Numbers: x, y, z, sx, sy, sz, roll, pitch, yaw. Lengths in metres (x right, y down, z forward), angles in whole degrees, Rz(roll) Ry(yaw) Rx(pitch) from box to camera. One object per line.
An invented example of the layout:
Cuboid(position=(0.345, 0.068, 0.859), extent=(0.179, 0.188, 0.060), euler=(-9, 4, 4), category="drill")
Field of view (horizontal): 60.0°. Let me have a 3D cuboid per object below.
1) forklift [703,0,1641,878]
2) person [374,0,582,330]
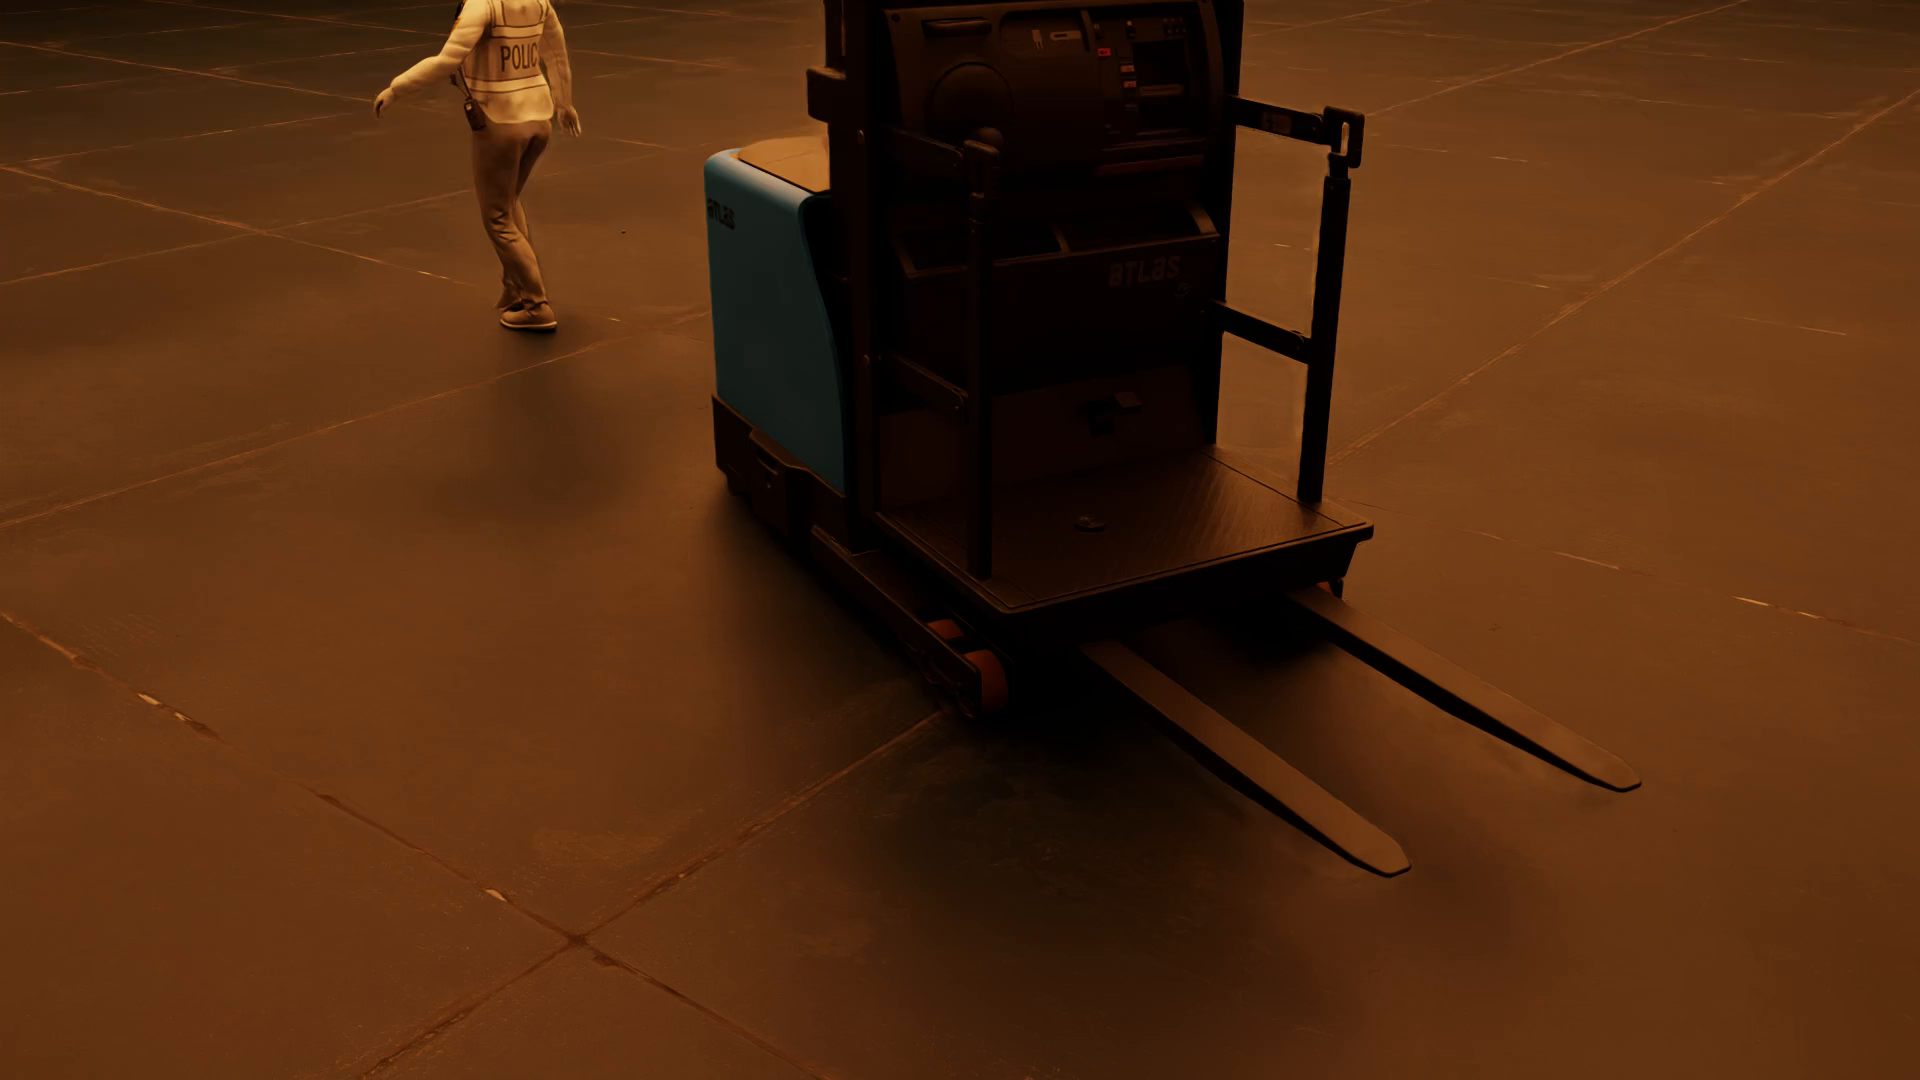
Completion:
Cuboid(position=(0.352, -1.119, 3.910), extent=(1.130, 2.935, 3.031), euler=(-12, 26, -26), category="forklift")
Cuboid(position=(-1.927, -1.685, 6.908), extent=(0.546, 1.696, 0.900), euler=(12, 26, 26), category="person")
